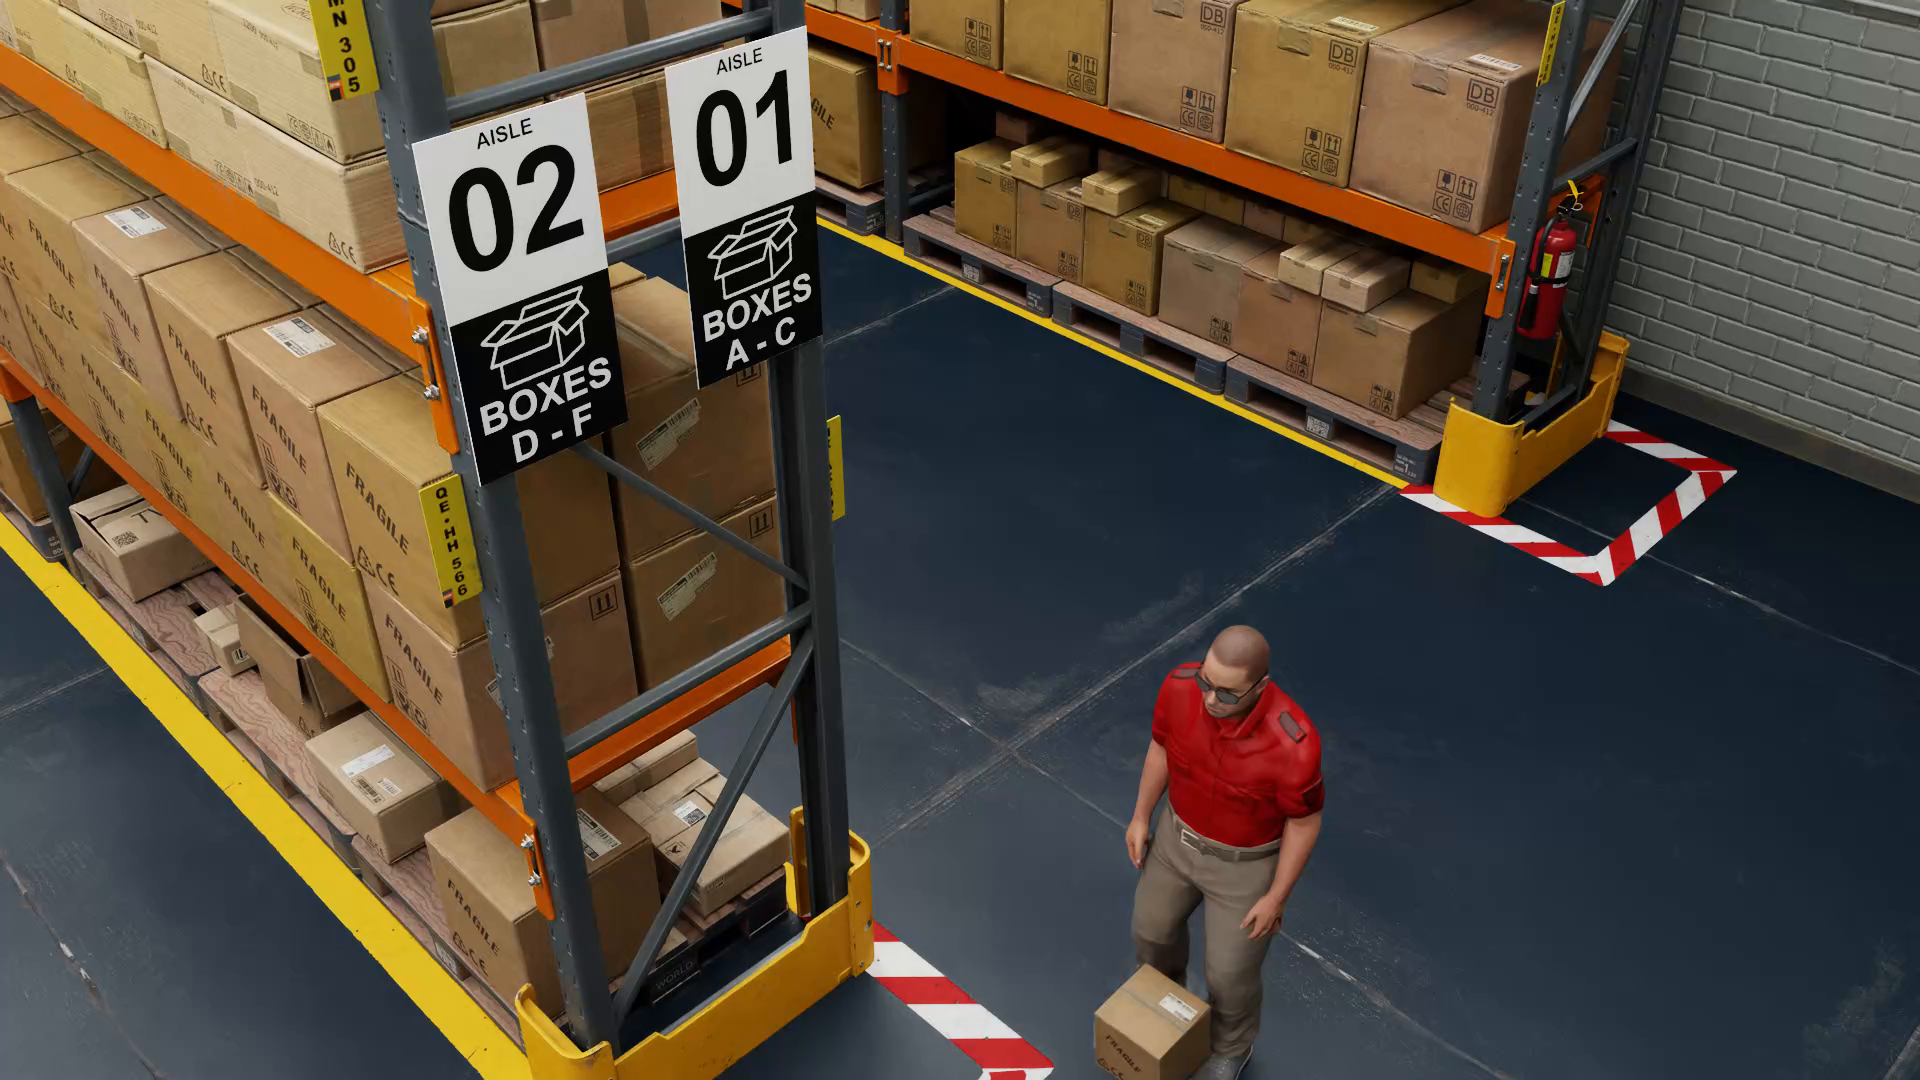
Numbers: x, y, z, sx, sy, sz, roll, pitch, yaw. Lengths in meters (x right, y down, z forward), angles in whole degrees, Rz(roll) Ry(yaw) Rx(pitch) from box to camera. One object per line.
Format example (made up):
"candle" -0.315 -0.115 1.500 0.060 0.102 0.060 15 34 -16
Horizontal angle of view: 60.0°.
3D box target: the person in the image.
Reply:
"person" 0.743 0.922 4.850 0.570 1.728 0.394 28 44 34
